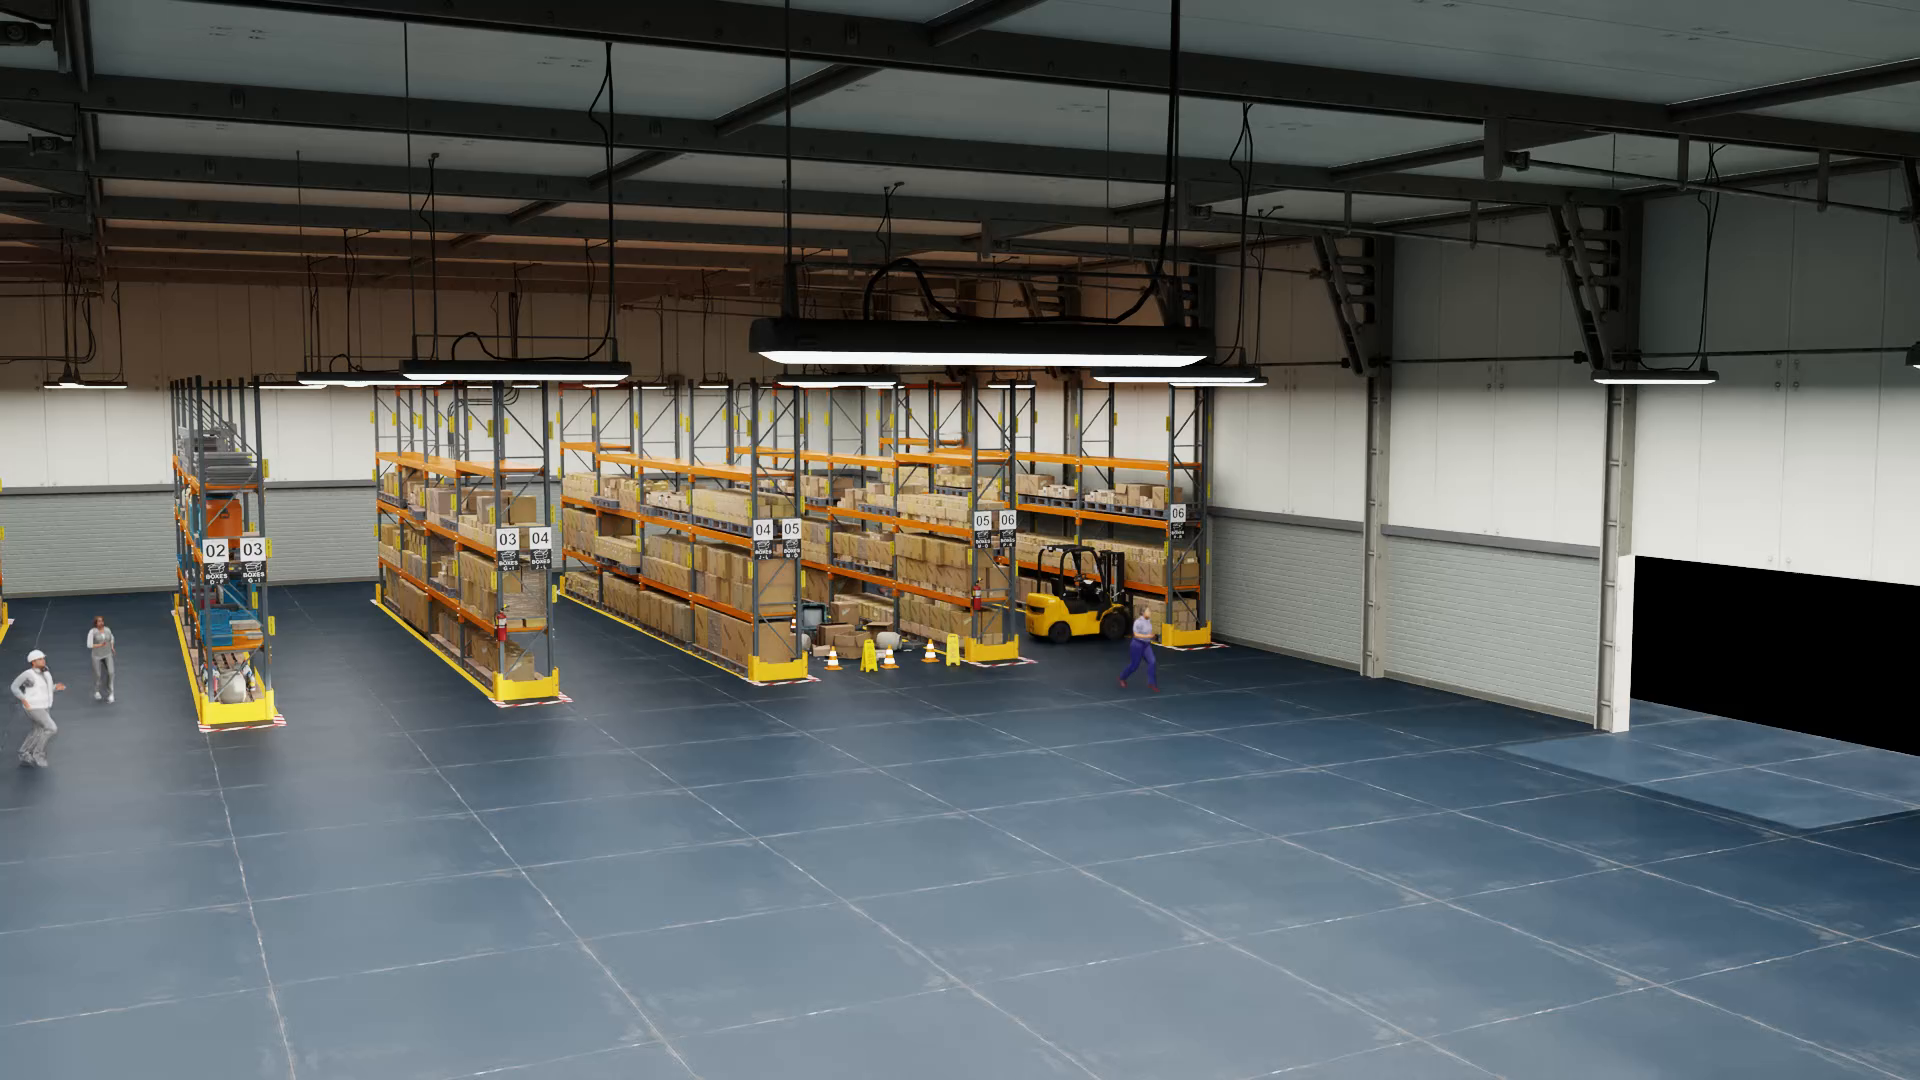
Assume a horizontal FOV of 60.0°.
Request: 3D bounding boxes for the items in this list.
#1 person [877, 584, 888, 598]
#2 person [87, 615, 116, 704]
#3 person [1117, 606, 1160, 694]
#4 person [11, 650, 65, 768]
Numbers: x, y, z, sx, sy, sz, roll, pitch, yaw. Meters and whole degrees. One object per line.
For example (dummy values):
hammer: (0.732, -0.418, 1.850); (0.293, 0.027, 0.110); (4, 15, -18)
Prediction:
person: (-1.991, 0.936, 44.698); (0.565, 1.624, 0.548); (-2, 6, -23)
person: (-15.808, 2.198, 30.643); (0.504, 1.638, 0.711); (-4, 7, -40)
person: (3.425, 2.087, 31.811); (0.931, 1.686, 0.626); (4, 6, 36)
person: (-14.118, 2.589, 25.527); (0.734, 1.813, 0.628); (0, 5, 0)
